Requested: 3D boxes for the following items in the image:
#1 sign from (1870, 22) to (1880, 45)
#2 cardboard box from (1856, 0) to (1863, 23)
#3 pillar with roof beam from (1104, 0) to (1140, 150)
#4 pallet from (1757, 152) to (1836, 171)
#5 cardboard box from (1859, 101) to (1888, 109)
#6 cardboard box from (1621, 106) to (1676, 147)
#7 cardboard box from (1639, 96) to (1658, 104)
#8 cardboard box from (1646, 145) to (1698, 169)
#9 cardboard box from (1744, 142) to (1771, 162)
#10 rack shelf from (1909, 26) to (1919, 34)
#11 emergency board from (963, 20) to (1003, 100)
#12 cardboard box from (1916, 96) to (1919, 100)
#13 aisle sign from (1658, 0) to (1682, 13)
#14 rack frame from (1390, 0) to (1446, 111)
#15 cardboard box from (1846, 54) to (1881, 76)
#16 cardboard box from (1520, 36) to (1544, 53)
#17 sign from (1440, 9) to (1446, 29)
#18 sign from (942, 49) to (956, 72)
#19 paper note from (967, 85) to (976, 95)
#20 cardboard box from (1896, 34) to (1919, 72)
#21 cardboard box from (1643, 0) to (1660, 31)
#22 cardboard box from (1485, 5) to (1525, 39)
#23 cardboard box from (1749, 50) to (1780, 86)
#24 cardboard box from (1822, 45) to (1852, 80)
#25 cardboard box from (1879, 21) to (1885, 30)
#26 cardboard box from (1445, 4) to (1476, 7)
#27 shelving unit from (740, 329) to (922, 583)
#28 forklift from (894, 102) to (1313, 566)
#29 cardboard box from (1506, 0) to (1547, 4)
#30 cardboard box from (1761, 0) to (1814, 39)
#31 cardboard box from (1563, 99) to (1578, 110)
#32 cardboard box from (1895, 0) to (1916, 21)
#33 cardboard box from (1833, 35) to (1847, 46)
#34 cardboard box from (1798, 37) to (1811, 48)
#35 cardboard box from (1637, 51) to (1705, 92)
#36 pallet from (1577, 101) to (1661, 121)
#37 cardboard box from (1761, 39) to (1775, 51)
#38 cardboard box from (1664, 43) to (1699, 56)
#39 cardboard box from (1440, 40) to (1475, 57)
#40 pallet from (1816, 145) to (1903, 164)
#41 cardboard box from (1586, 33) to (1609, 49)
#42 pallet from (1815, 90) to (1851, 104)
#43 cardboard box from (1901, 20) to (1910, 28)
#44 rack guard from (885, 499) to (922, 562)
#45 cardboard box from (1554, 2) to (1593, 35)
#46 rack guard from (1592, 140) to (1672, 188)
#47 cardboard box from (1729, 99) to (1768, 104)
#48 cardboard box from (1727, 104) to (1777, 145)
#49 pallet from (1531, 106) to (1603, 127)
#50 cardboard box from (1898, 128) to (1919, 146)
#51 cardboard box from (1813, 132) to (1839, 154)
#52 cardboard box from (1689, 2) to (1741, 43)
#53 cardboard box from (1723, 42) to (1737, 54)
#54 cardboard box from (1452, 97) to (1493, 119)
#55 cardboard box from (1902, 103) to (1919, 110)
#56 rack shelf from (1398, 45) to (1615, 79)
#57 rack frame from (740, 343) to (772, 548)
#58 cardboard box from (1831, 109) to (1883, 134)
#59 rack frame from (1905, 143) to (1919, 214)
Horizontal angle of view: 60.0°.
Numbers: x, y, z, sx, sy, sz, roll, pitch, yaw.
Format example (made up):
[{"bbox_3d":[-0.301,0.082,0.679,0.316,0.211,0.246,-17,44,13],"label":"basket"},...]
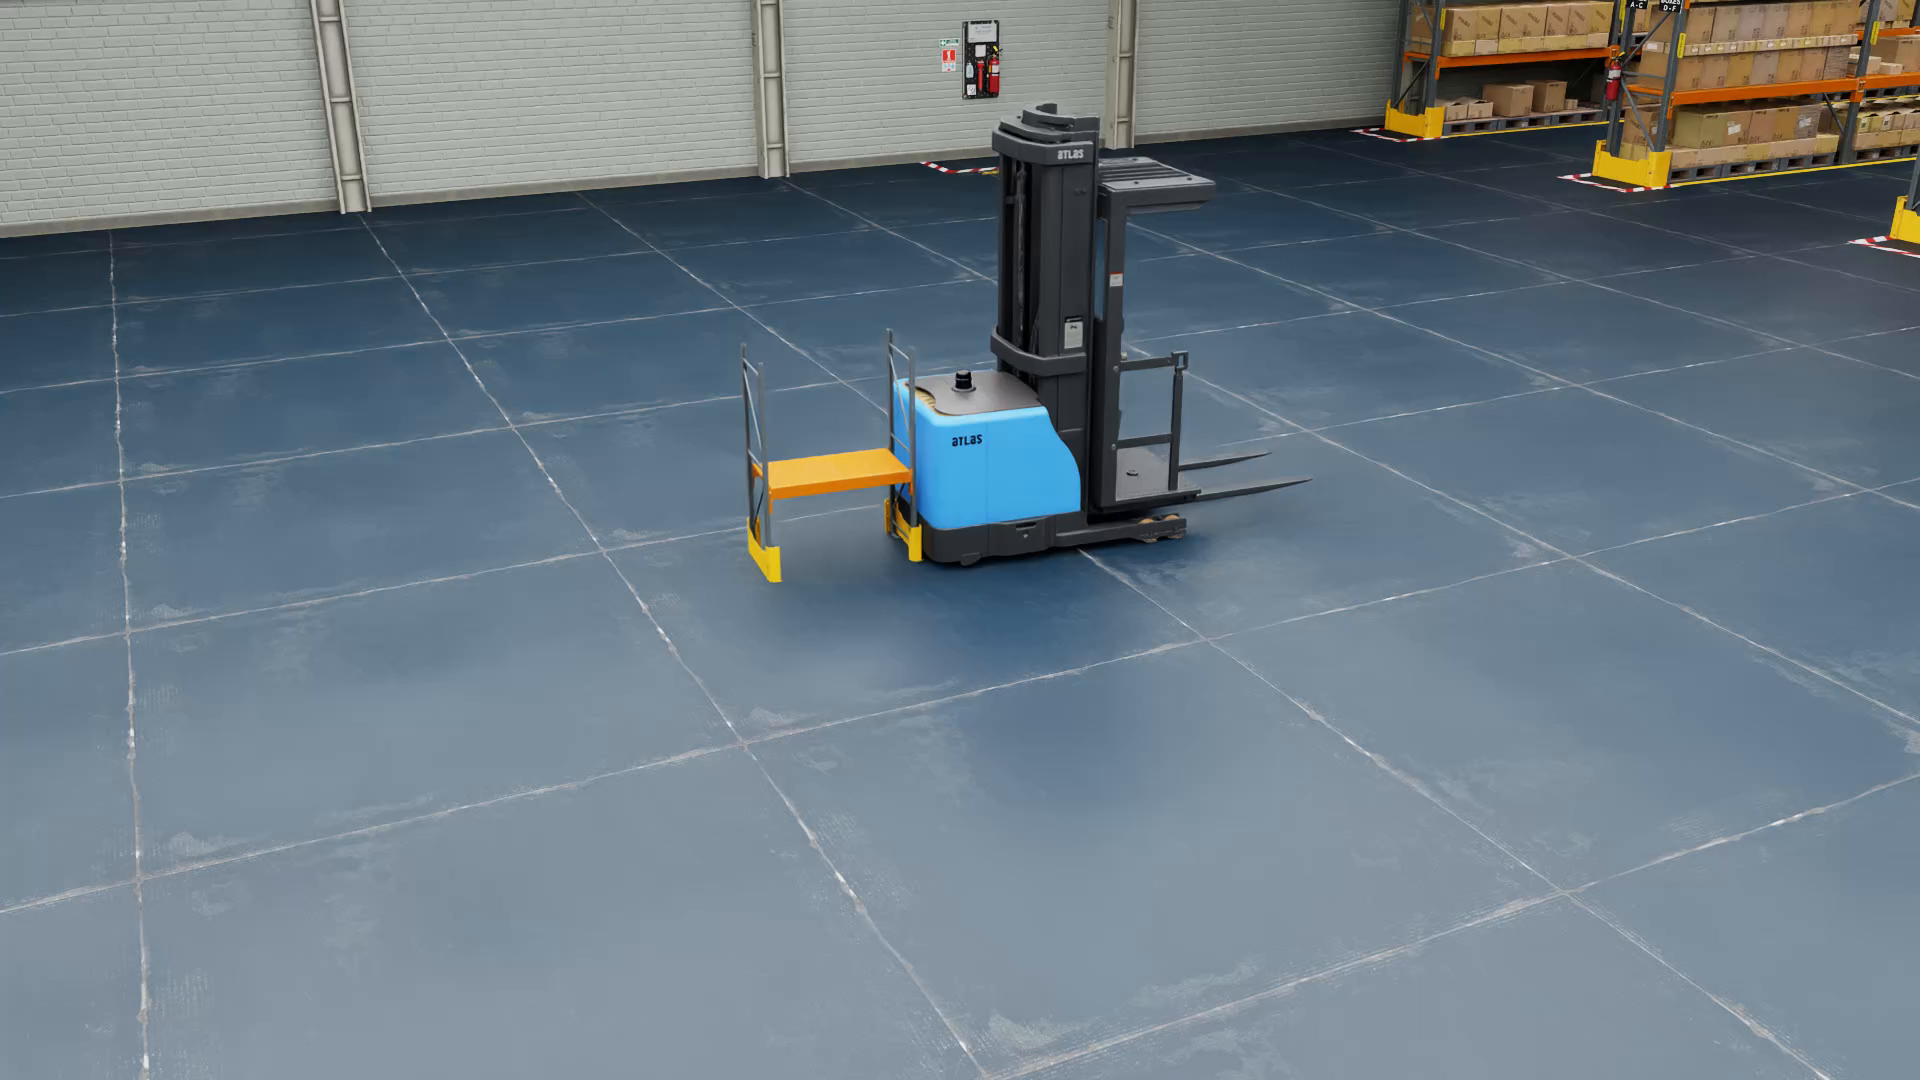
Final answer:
[{"bbox_3d":[13.764,-7.625,25.013,0.005,0.325,0.100,-10,25,-24],"label":"sign"},{"bbox_3d":[16.912,-10.189,31.898,0.500,0.500,0.500,-10,24,-22],"label":"cardboard box"},{"bbox_3d":[4.482,-9.130,22.040,0.400,9.000,9.100,-10,25,-24],"label":"pillar with roof beam"},{"bbox_3d":[12.787,-5.974,25.905,1.213,0.211,1.003,-10,25,-24],"label":"pallet"},{"bbox_3d":[14.679,-6.898,26.806,0.500,0.311,0.500,-11,25,-24],"label":"cardboard box"},{"bbox_3d":[10.271,-6.177,24.817,0.500,0.500,0.500,-10,25,-24],"label":"cardboard box"},{"bbox_3d":[12.470,-8.365,30.730,0.500,0.500,0.700,-11,25,-25],"label":"cardboard box"},{"bbox_3d":[10.497,-5.652,24.528,0.500,0.250,0.500,-10,25,-24],"label":"cardboard box"},{"bbox_3d":[11.849,-5.900,25.127,0.500,0.250,0.500,-10,25,-24],"label":"cardboard box"},{"bbox_3d":[20.380,-10.412,33.923,4.000,0.370,1.077,-10,25,-24],"label":"rack shelf"},{"bbox_3d":[0.371,-7.445,25.813,0.643,1.169,0.194,-10,25,-24],"label":"emergency board"},{"bbox_3d":[16.057,-7.150,27.414,0.500,0.311,0.500,-11,25,-25],"label":"cardboard box"},{"bbox_3d":[9.991,-7.801,23.274,0.004,0.787,0.394,-10,25,-24],"label":"aisle sign"},{"bbox_3d":[7.765,-8.422,28.175,0.127,3.000,1.000,-10,25,-24],"label":"rack frame"},{"bbox_3d":[13.946,-7.407,25.918,0.500,0.250,0.500,-9,24,-20],"label":"cardboard box"},{"bbox_3d":[9.723,-8.590,28.751,0.500,0.250,0.500,-10,25,-23],"label":"cardboard box"},{"bbox_3d":[8.001,-8.635,27.558,0.005,0.325,0.100,-10,25,-24],"label":"sign"},{"bbox_3d":[-0.171,-7.405,25.670,0.234,0.329,0.001,-10,25,-24],"label":"sign"},{"bbox_3d":[0.182,-7.032,25.968,0.142,0.148,0.016,-10,25,-24],"label":"paper note"},{"bbox_3d":[15.147,-7.718,26.342,0.500,0.500,0.500,-10,25,-24],"label":"cardboard box"},{"bbox_3d":[12.350,-9.498,30.068,0.500,0.500,0.700,-8,24,-18],"label":"cardboard box"},{"bbox_3d":[9.244,-8.847,28.389,0.500,0.500,0.500,-11,25,-25],"label":"cardboard box"},{"bbox_3d":[11.737,-7.093,24.832,0.500,0.500,0.700,-10,24,-22],"label":"cardboard box"},{"bbox_3d":[13.124,-7.350,25.453,0.500,0.500,0.700,-11,25,-25],"label":"cardboard box"},{"bbox_3d":[17.714,-10.011,32.315,0.250,0.149,0.380,-10,25,-24],"label":"cardboard box"},{"bbox_3d":[8.556,-8.940,28.616,0.500,0.500,0.500,-10,25,-23],"label":"cardboard box"},{"bbox_3d":[-0.864,-0.583,11.197,1.083,1.500,0.587,-8,24,-19],"label":"shelving unit"},{"bbox_3d":[1.068,-1.515,11.577,3.031,2.935,1.130,-8,24,-19],"label":"forklift"},{"bbox_3d":[9.936,-9.201,29.246,0.500,0.500,0.500,-10,24,-22],"label":"cardboard box"},{"bbox_3d":[12.218,-7.782,24.801,0.500,0.500,0.700,-10,25,-24],"label":"cardboard box"},{"bbox_3d":[10.901,-7.881,29.996,0.250,0.166,0.380,-14,26,-30],"label":"cardboard box"},{"bbox_3d":[18.272,-10.442,32.509,0.500,0.500,0.500,-11,25,-24],"label":"cardboard box"},{"bbox_3d":[13.146,-7.566,25.127,0.250,0.149,0.380,-11,25,-25],"label":"cardboard box"},{"bbox_3d":[12.452,-7.438,24.819,0.250,0.149,0.380,-11,25,-24],"label":"cardboard box"},{"bbox_3d":[10.343,-6.835,24.210,0.500,0.500,0.700,-10,25,-24],"label":"cardboard box"},{"bbox_3d":[12.071,-7.927,30.625,1.213,0.211,1.003,-10,25,-24],"label":"pallet"},{"bbox_3d":[11.750,-7.307,24.502,0.250,0.149,0.380,-10,25,-23],"label":"cardboard box"},{"bbox_3d":[10.364,-7.053,23.887,0.250,0.149,0.380,-11,25,-24],"label":"cardboard box"},{"bbox_3d":[8.343,-8.334,28.131,0.500,0.250,0.500,-11,25,-25],"label":"cardboard box"},{"bbox_3d":[14.168,-6.227,26.516,1.213,0.211,1.003,-10,25,-24],"label":"pallet"},{"bbox_3d":[11.074,-8.843,29.361,0.500,0.250,0.500,-10,25,-23],"label":"cardboard box"},{"bbox_3d":[16.815,-8.767,32.653,1.213,0.211,1.003,-10,25,-24],"label":"pallet"},{"bbox_3d":[18.396,-10.152,32.657,0.250,0.149,0.380,-10,25,-23],"label":"cardboard box"},{"bbox_3d":[-0.398,-0.073,11.599,0.087,0.250,0.587,-8,24,-19],"label":"rack guard"},{"bbox_3d":[10.631,-9.103,29.008,0.500,0.500,0.500,-11,25,-24],"label":"cardboard box"},{"bbox_3d":[9.896,-5.557,24.521,0.348,0.500,1.175,-10,25,-24],"label":"rack guard"},{"bbox_3d":[12.067,-6.515,25.631,0.500,0.500,0.500,-10,25,-24],"label":"cardboard box"},{"bbox_3d":[11.850,-6.246,24.983,0.500,0.500,0.500,-10,25,-24],"label":"cardboard box"},{"bbox_3d":[10.780,-7.674,30.013,1.213,0.211,1.003,-10,25,-24],"label":"pallet"},{"bbox_3d":[14.919,-6.456,26.470,0.500,0.250,0.500,-11,25,-25],"label":"cardboard box"},{"bbox_3d":[13.198,-6.151,25.733,0.500,0.250,0.500,-10,25,-24],"label":"cardboard box"},{"bbox_3d":[10.863,-7.532,24.198,0.500,0.500,0.700,-11,25,-25],"label":"cardboard box"},{"bbox_3d":[11.055,-7.179,24.193,0.250,0.149,0.380,-11,25,-24],"label":"cardboard box"},{"bbox_3d":[8.942,-7.562,29.036,0.500,0.311,0.500,-8,24,-19],"label":"cardboard box"},{"bbox_3d":[15.387,-6.800,26.569,0.500,0.311,0.500,-10,24,-22],"label":"cardboard box"},{"bbox_3d":[9.568,-8.422,29.114,4.000,0.370,1.077,-10,25,-24],"label":"rack shelf"},{"bbox_3d":[-1.348,-0.513,11.028,0.032,1.500,0.500,-8,24,-19],"label":"rack frame"},{"bbox_3d":[14.002,-6.545,25.952,0.500,0.311,0.500,-10,25,-23],"label":"cardboard box"},{"bbox_3d":[12.062,-5.008,19.927,0.127,3.000,1.000,-10,25,-24],"label":"rack frame"}]
